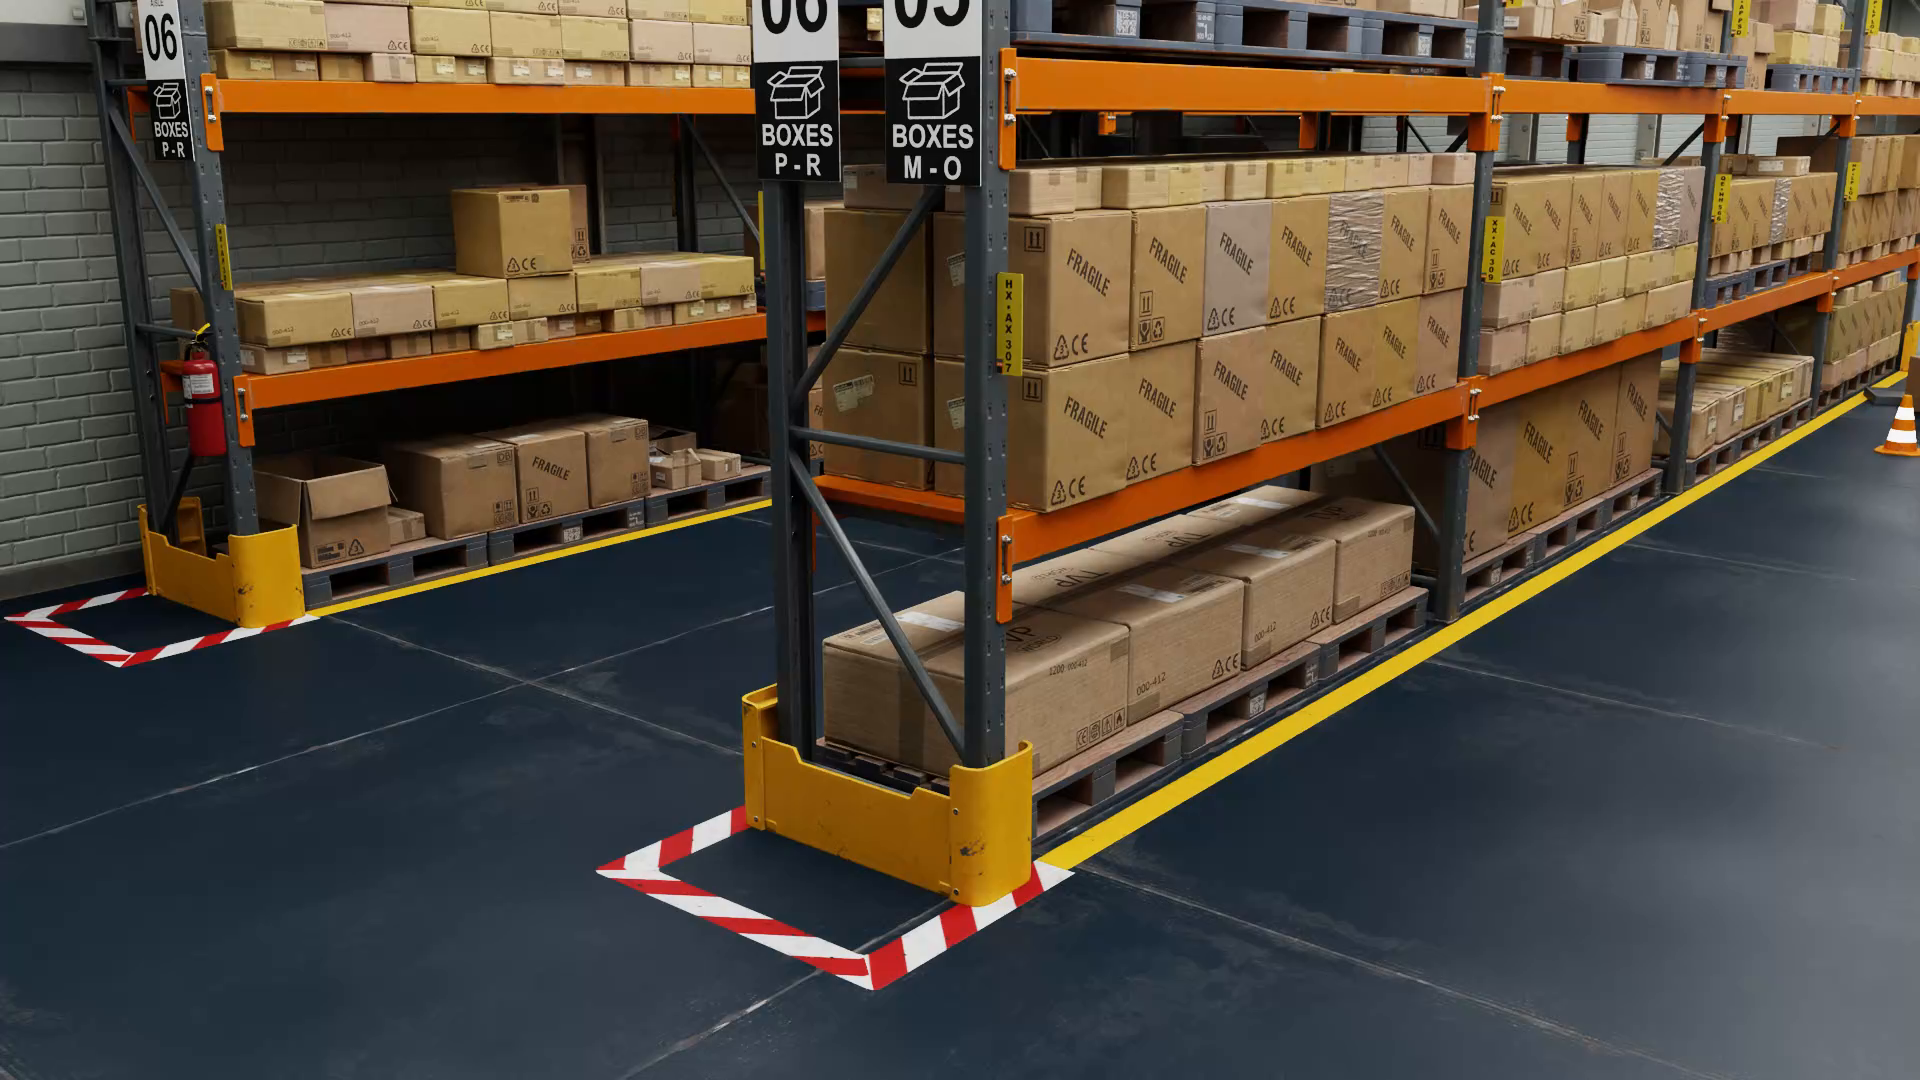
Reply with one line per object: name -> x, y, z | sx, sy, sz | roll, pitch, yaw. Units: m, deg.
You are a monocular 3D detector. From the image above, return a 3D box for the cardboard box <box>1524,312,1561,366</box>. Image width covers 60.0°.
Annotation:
cardboard box -> 3.051, -1.156, 9.387 | 0.500, 0.250, 0.500 | 11, 18, 36

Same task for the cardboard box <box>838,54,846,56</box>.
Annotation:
cardboard box -> -1.067, -3.669, 12.337 | 0.380, 0.149, 0.250 | 11, 18, 36

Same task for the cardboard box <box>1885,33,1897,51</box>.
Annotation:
cardboard box -> 8.225, -4.496, 15.028 | 0.380, 0.149, 0.250 | 11, 18, 37

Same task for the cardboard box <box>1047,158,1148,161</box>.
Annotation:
cardboard box -> 0.561, -1.520, 6.963 | 0.380, 0.149, 0.250 | 12, 18, 39

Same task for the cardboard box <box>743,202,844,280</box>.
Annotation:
cardboard box -> -1.140, -2.164, 11.991 | 0.700, 0.500, 0.500 | 12, 18, 39

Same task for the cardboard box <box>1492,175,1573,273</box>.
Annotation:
cardboard box -> 3.044, -1.761, 9.228 | 0.500, 0.500, 0.500 | 11, 18, 37

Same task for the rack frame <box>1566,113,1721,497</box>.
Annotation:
rack frame -> 4.759, -1.852, 11.822 | 1.000, 3.000, 0.127 | 11, 18, 38

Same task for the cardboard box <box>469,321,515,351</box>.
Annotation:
cardboard box -> -2.863, -1.225, 9.864 | 0.380, 0.149, 0.250 | 11, 18, 36

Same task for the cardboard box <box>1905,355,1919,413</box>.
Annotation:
cardboard box -> 9.005, -1.403, 15.123 | 0.500, 0.500, 0.500 | -3, 15, -11

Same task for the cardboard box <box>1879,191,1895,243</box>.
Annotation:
cardboard box -> 8.692, -3.146, 16.106 | 0.500, 0.500, 0.500 | 12, 18, 38

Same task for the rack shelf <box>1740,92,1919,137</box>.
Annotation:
rack shelf -> 8.531, -4.106, 16.064 | 1.077, 0.370, 4.000 | 11, 18, 38

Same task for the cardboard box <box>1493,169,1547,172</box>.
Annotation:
cardboard box -> 3.298, -2.039, 10.325 | 0.500, 0.500, 0.500 | 12, 18, 38

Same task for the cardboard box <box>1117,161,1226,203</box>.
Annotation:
cardboard box -> 0.807, -1.398, 6.481 | 0.380, 0.149, 0.250 | 11, 18, 38

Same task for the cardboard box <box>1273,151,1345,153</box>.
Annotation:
cardboard box -> 1.697, -1.862, 8.308 | 0.380, 0.149, 0.250 | 12, 18, 38

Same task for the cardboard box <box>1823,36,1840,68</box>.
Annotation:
cardboard box -> 7.019, -4.069, 13.906 | 0.500, 0.250, 0.500 | 11, 18, 36

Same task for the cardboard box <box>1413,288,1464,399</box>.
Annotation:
cardboard box -> 2.153, -1.006, 8.289 | 0.500, 0.500, 0.500 | 11, 18, 38

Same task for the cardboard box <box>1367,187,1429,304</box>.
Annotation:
cardboard box -> 1.838, -1.390, 7.769 | 0.500, 0.500, 0.500 | 11, 18, 37

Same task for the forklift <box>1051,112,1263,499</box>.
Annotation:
forklift -> 1.393, -1.788, 11.708 | 1.130, 2.935, 3.031 | 13, 19, 41

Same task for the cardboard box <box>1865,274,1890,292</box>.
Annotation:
cardboard box -> 8.981, -2.561, 16.502 | 0.380, 0.149, 0.250 | 12, 19, 40

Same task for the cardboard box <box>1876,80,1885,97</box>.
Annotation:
cardboard box -> 8.303, -4.169, 15.361 | 0.380, 0.149, 0.250 | 11, 18, 36

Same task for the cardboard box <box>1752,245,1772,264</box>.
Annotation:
cardboard box -> 6.162, -2.269, 13.121 | 0.380, 0.149, 0.250 | 12, 19, 39

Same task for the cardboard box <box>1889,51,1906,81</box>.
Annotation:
cardboard box -> 8.405, -4.380, 15.379 | 0.500, 0.250, 0.500 | 11, 18, 38

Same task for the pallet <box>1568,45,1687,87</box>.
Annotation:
pallet -> 3.695, -2.868, 10.113 | 1.003, 0.211, 1.213 | 12, 19, 40

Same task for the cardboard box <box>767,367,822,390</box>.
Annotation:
cardboard box -> -1.185, -1.187, 12.112 | 0.380, 0.149, 0.250 | 12, 19, 40

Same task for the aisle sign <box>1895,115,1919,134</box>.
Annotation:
aisle sign -> 10.052, -4.611, 17.402 | 0.394, 0.787, 0.004 | 11, 18, 38

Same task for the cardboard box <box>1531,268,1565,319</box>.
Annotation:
cardboard box -> 3.047, -1.401, 9.333 | 0.500, 0.250, 0.500 | 12, 18, 38

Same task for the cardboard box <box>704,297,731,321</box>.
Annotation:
cardboard box -> -1.768, -1.578, 11.254 | 0.380, 0.149, 0.250 | 12, 18, 39

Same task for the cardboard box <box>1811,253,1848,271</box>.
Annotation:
cardboard box -> 7.721, -2.507, 14.910 | 0.380, 0.149, 0.250 | 11, 18, 37

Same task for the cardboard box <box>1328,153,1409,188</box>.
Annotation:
cardboard box -> 1.885, -1.745, 7.850 | 0.380, 0.149, 0.250 | 11, 18, 38

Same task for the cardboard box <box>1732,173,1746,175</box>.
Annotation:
cardboard box -> 6.441, -2.873, 14.180 | 0.500, 0.500, 0.500 | 11, 18, 38

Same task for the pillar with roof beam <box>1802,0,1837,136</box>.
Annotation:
pillar with roof beam -> 23.218, -10.995, 35.629 | 9.100, 9.000, 0.400 | 11, 18, 38

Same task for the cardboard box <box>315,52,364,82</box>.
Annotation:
cardboard box -> -3.432, -2.545, 8.969 | 0.380, 0.149, 0.250 | 11, 18, 38

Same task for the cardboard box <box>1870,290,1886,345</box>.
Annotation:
cardboard box -> 8.839, -2.229, 16.513 | 0.500, 0.500, 0.500 | 11, 18, 36

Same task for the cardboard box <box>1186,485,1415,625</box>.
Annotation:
cardboard box -> 1.767, 0.056, 8.662 | 0.875, 0.438, 0.875 | 11, 18, 37

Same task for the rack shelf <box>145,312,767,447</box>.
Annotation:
rack shelf -> -2.875, -1.122, 10.408 | 1.077, 0.370, 4.000 | 11, 18, 38

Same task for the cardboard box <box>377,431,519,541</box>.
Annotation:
cardboard box -> -3.106, -0.340, 10.092 | 0.700, 0.500, 0.500 | 12, 19, 40

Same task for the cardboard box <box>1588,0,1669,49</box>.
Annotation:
cardboard box -> 3.877, -3.176, 9.883 | 0.500, 0.500, 0.500 | 11, 18, 38

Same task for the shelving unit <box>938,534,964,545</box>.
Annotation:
shelving unit -> 0.009, -0.584, 10.486 | 0.258, 1.200, 0.189 | 11, 18, 38

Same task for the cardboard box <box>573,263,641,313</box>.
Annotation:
cardboard box -> -2.375, -1.598, 10.522 | 0.500, 0.250, 0.500 | 11, 18, 37

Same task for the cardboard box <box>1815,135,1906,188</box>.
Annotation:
cardboard box -> 8.650, -3.646, 16.047 | 0.700, 0.500, 0.500 | 11, 18, 37

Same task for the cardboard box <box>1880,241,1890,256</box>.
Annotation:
cardboard box -> 8.969, -2.902, 16.464 | 0.380, 0.149, 0.250 | 11, 18, 37

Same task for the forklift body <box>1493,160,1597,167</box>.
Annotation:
forklift body -> 6.152, -3.095, 18.437 | 2.313, 2.155, 1.214 | 11, 18, 38

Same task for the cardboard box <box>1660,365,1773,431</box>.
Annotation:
cardboard box -> 6.061, -1.176, 13.643 | 0.950, 0.372, 0.625 | 12, 19, 39

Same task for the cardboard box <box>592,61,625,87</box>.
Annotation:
cardboard box -> -2.294, -2.882, 10.292 | 0.380, 0.149, 0.250 | 12, 19, 39

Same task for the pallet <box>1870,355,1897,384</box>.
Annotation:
pallet -> 9.202, -1.868, 17.548 | 1.003, 0.211, 1.213 | 11, 18, 38

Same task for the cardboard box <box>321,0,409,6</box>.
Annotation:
cardboard box -> -3.323, -2.996, 8.916 | 0.500, 0.250, 0.500 | 11, 18, 37

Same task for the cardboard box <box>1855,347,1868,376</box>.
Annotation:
cardboard box -> 8.512, -1.766, 16.215 | 0.500, 0.250, 0.500 | 11, 18, 37

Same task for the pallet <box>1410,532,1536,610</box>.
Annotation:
pallet -> 2.672, 0.106, 9.777 | 1.003, 0.211, 1.213 | 11, 18, 38

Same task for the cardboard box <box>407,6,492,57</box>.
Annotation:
cardboard box -> -3.005, -2.852, 9.366 | 0.500, 0.250, 0.500 | 11, 18, 36

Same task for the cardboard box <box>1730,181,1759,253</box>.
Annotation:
cardboard box -> 5.544, -2.400, 12.316 | 0.500, 0.500, 0.500 | 12, 19, 40

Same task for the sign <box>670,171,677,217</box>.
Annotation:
sign -> -2.052, -2.500, 12.020 | 0.100, 0.325, 0.005 | 11, 18, 38

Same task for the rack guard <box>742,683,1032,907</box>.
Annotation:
rack guard -> -0.284, 0.896, 6.080 | 1.175, 0.500, 0.348 | 11, 18, 38

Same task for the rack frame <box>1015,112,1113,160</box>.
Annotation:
rack frame -> 0.896, -2.620, 14.843 | 1.000, 3.000, 0.127 | 11, 18, 38

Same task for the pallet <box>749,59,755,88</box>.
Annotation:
pallet -> -1.153, -3.330, 11.930 | 1.213, 0.211, 1.003 | 11, 18, 38
